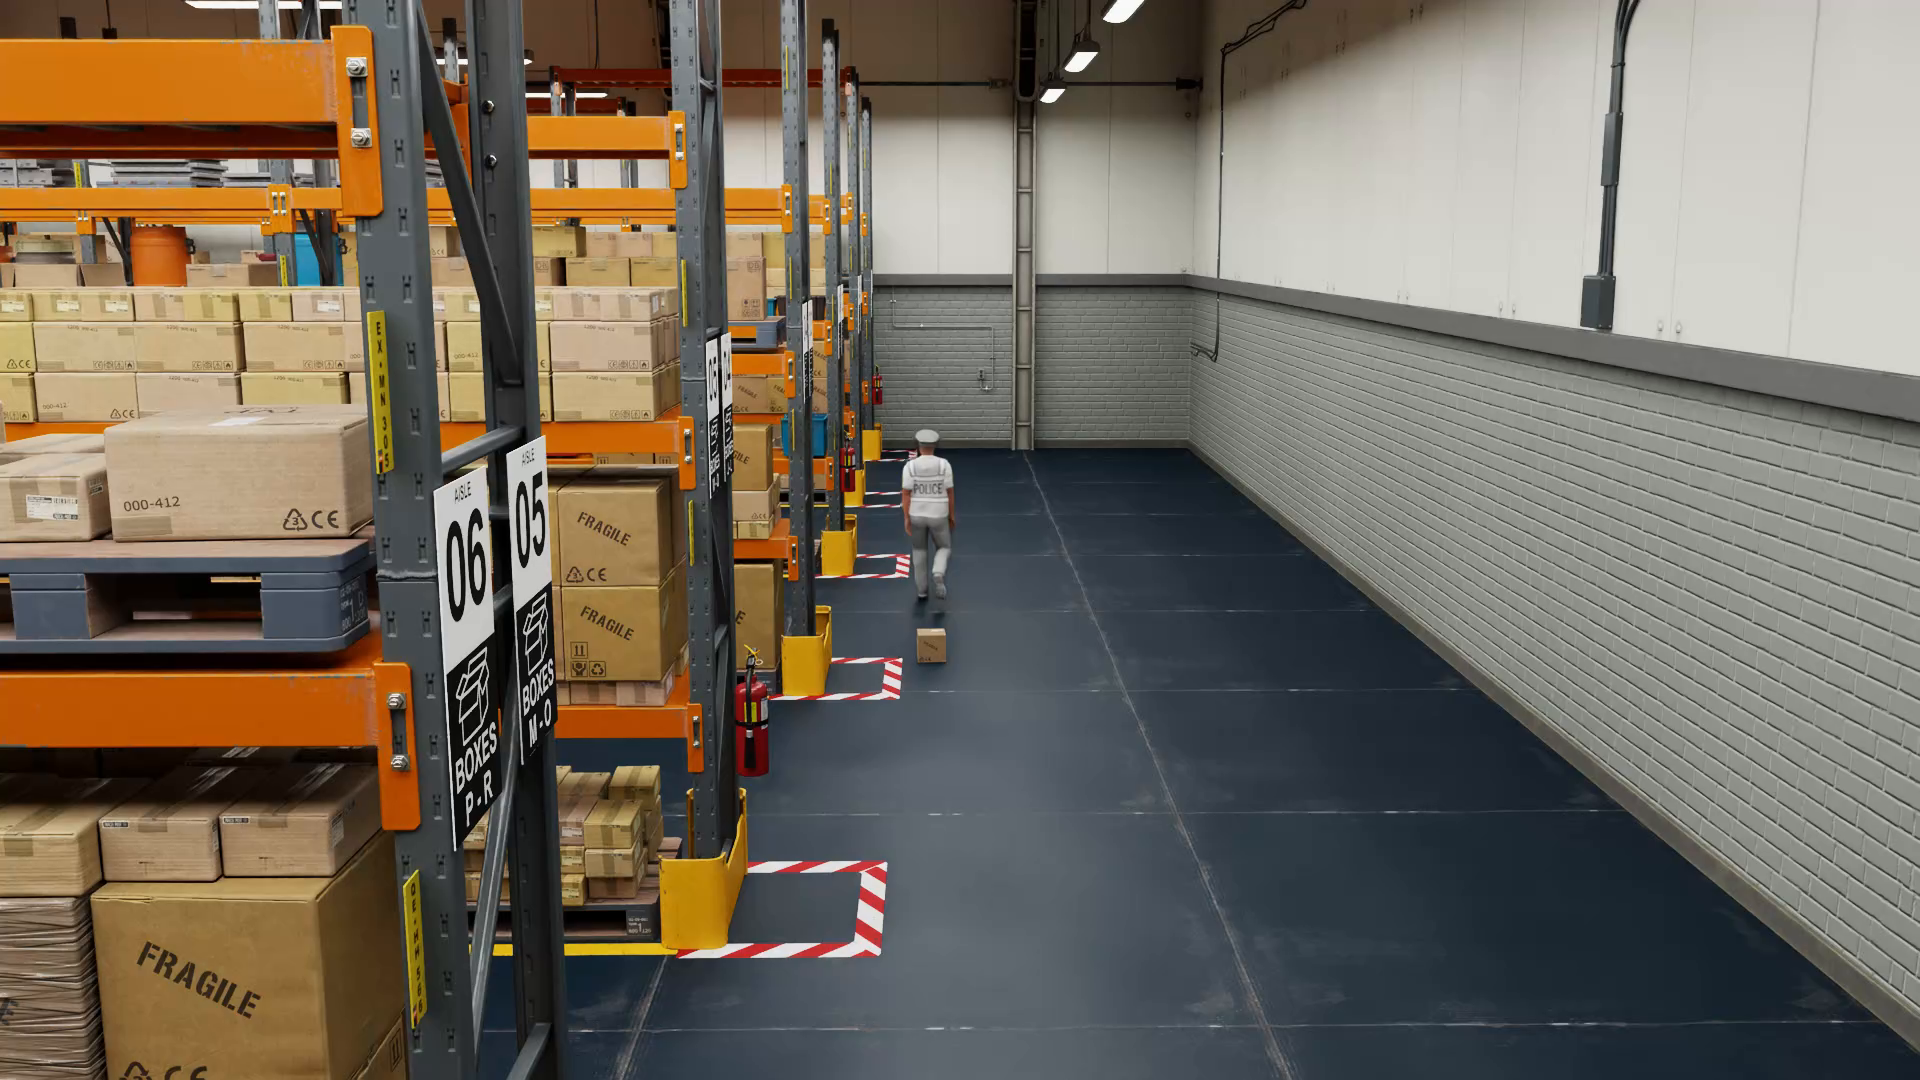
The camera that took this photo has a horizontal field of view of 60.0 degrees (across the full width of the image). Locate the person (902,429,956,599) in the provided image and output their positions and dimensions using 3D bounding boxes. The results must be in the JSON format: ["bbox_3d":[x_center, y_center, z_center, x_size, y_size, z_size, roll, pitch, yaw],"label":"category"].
[{"bbox_3d":[-0.319,-0.257,17.109,0.545,1.755,0.679,0,10,2],"label":"person"}]
